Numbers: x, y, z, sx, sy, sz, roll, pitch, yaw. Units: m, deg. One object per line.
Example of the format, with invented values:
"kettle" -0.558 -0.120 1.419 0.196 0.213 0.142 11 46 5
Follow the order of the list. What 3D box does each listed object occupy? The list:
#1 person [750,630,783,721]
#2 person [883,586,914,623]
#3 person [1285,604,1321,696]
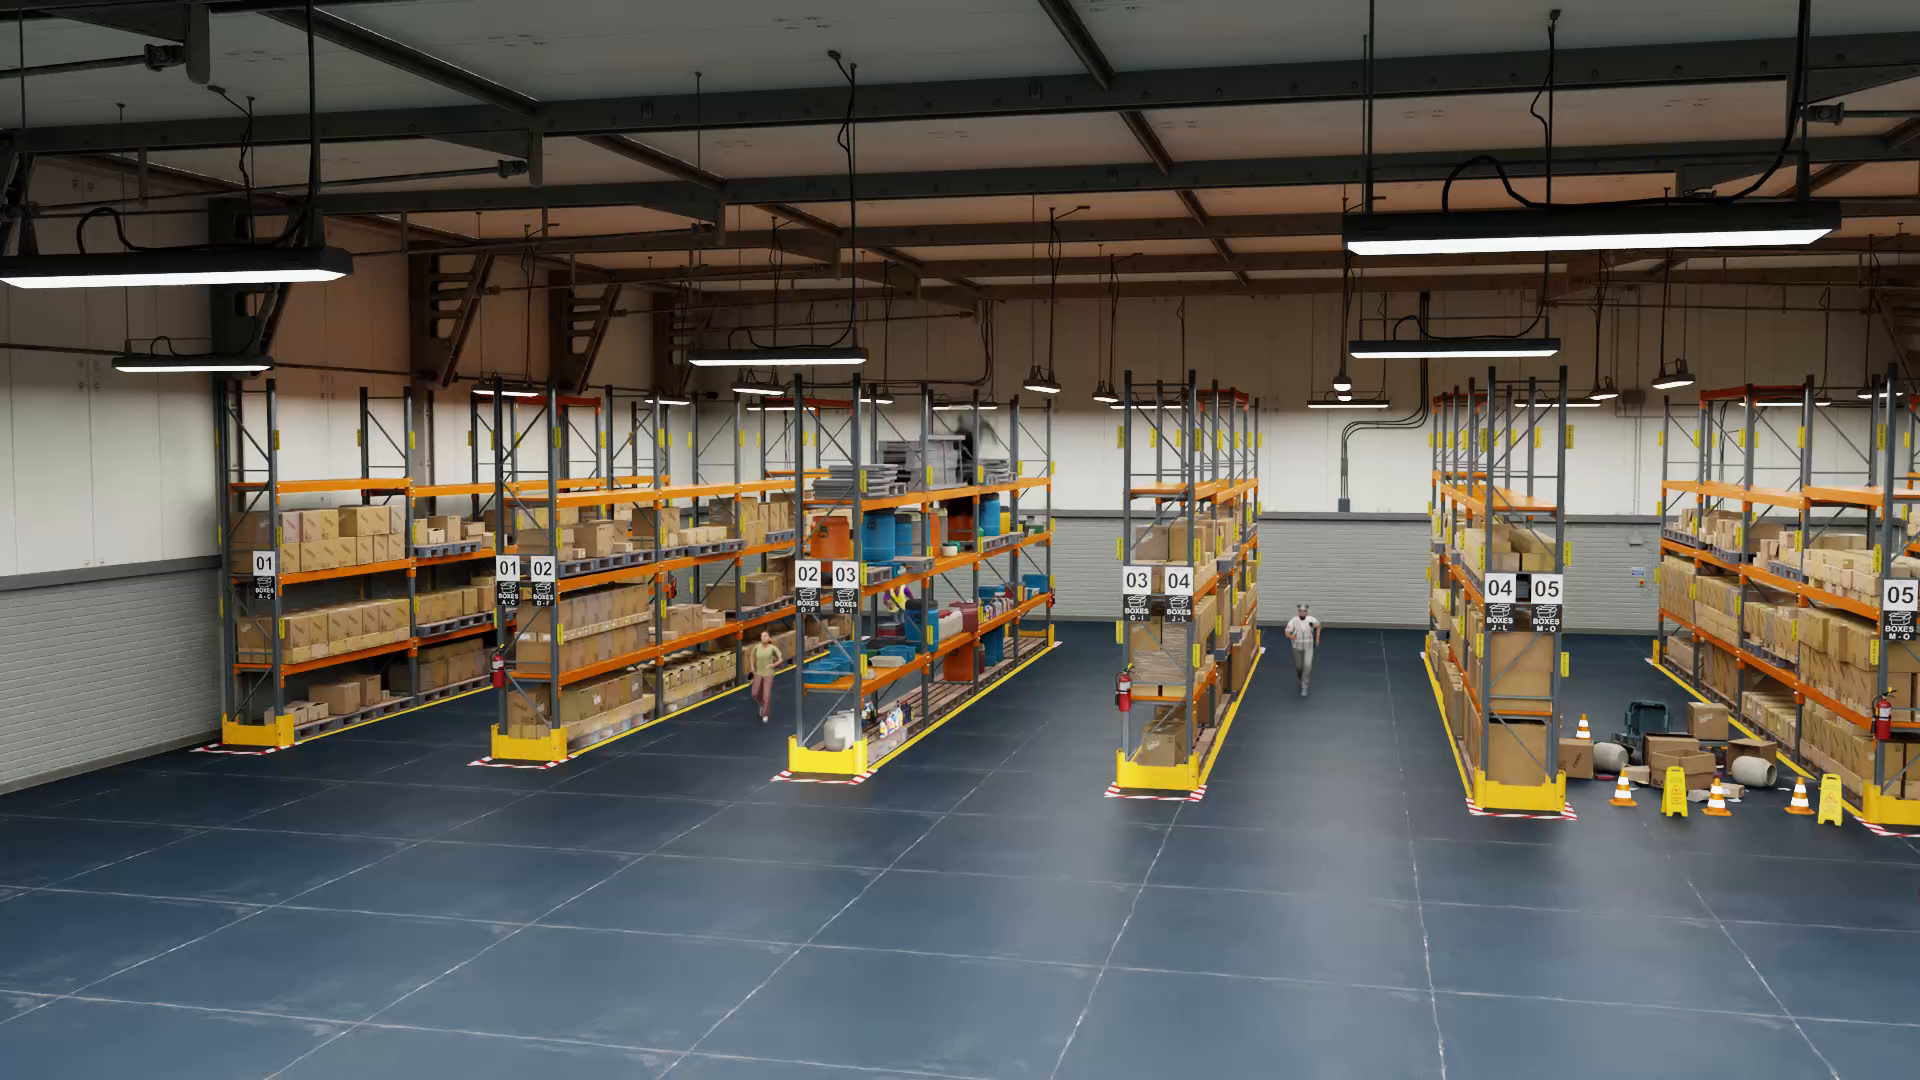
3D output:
"person" -3.465 2.413 29.488 0.637 1.625 0.519 1 3 11
"person" -1.501 1.720 40.605 0.739 1.704 0.687 0 3 -1
"person" 6.804 2.167 32.993 0.693 1.825 0.938 1 3 10
